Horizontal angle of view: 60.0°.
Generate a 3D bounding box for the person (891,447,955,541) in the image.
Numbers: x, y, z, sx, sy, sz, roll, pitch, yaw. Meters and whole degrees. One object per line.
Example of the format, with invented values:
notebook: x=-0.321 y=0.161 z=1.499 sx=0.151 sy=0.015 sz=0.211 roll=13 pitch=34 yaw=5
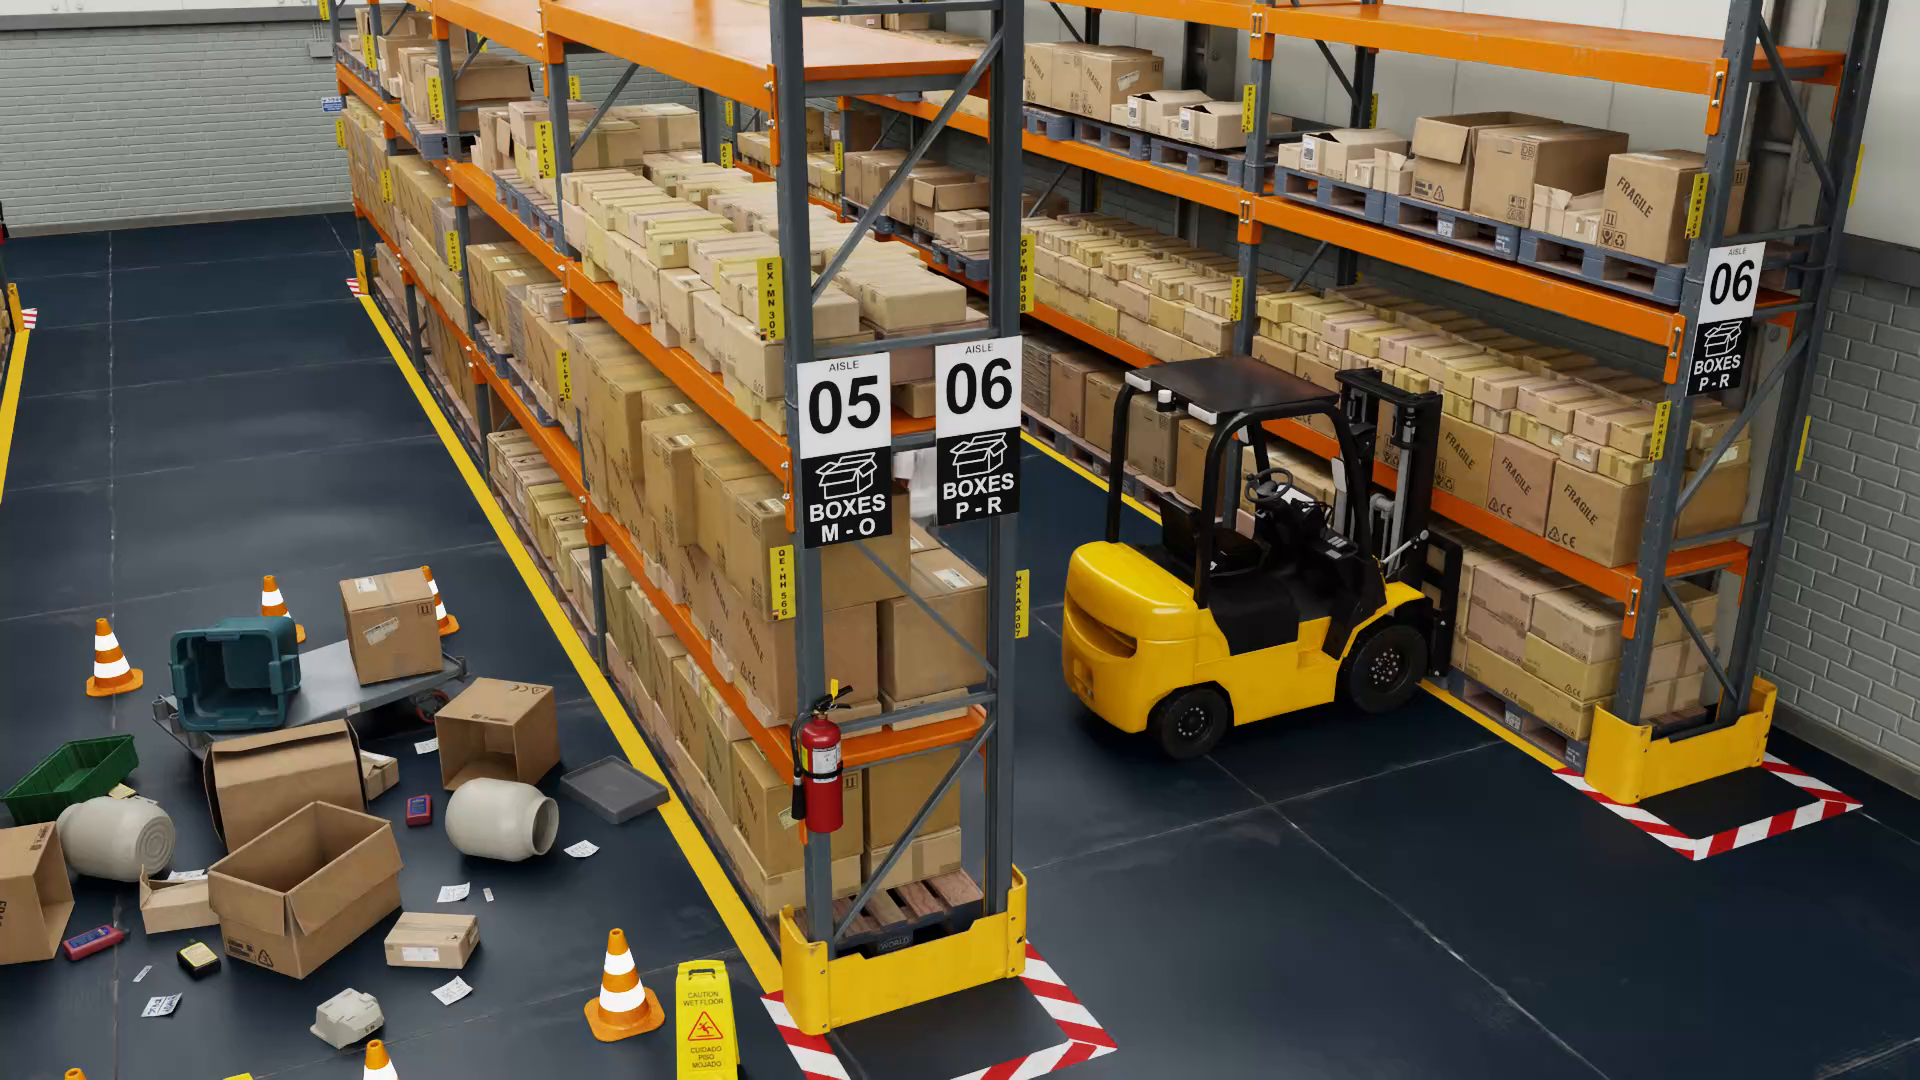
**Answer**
person: x=-0.238 y=-0.175 z=11.386 sx=0.590 sy=1.761 sz=0.635 roll=17 pitch=27 yaw=36
